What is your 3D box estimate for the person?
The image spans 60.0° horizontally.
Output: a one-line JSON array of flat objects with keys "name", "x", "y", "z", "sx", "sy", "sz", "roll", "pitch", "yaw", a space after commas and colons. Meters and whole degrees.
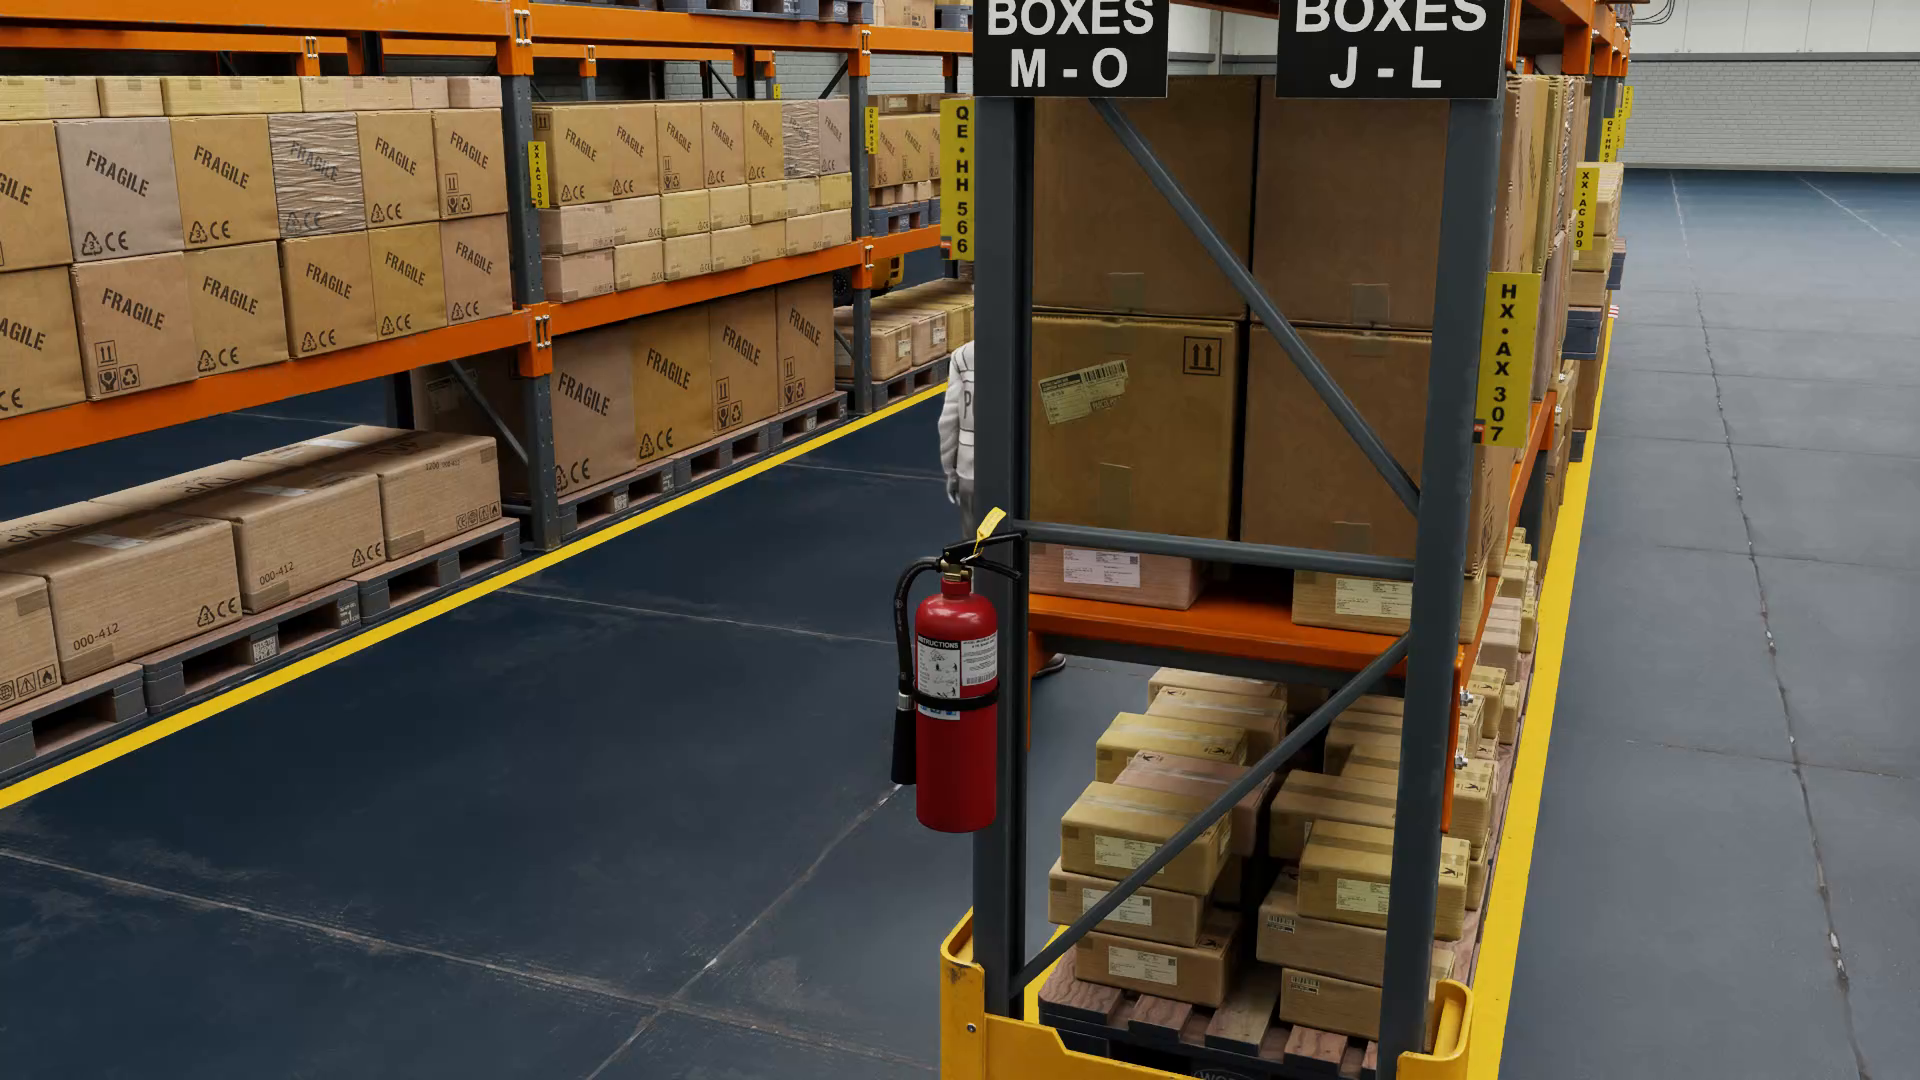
[{"name": "person", "x": 0.175, "y": -0.253, "z": 6.927, "sx": 0.532, "sy": 1.663, "sz": 0.373, "roll": 5, "pitch": 16, "yaw": 18}]
